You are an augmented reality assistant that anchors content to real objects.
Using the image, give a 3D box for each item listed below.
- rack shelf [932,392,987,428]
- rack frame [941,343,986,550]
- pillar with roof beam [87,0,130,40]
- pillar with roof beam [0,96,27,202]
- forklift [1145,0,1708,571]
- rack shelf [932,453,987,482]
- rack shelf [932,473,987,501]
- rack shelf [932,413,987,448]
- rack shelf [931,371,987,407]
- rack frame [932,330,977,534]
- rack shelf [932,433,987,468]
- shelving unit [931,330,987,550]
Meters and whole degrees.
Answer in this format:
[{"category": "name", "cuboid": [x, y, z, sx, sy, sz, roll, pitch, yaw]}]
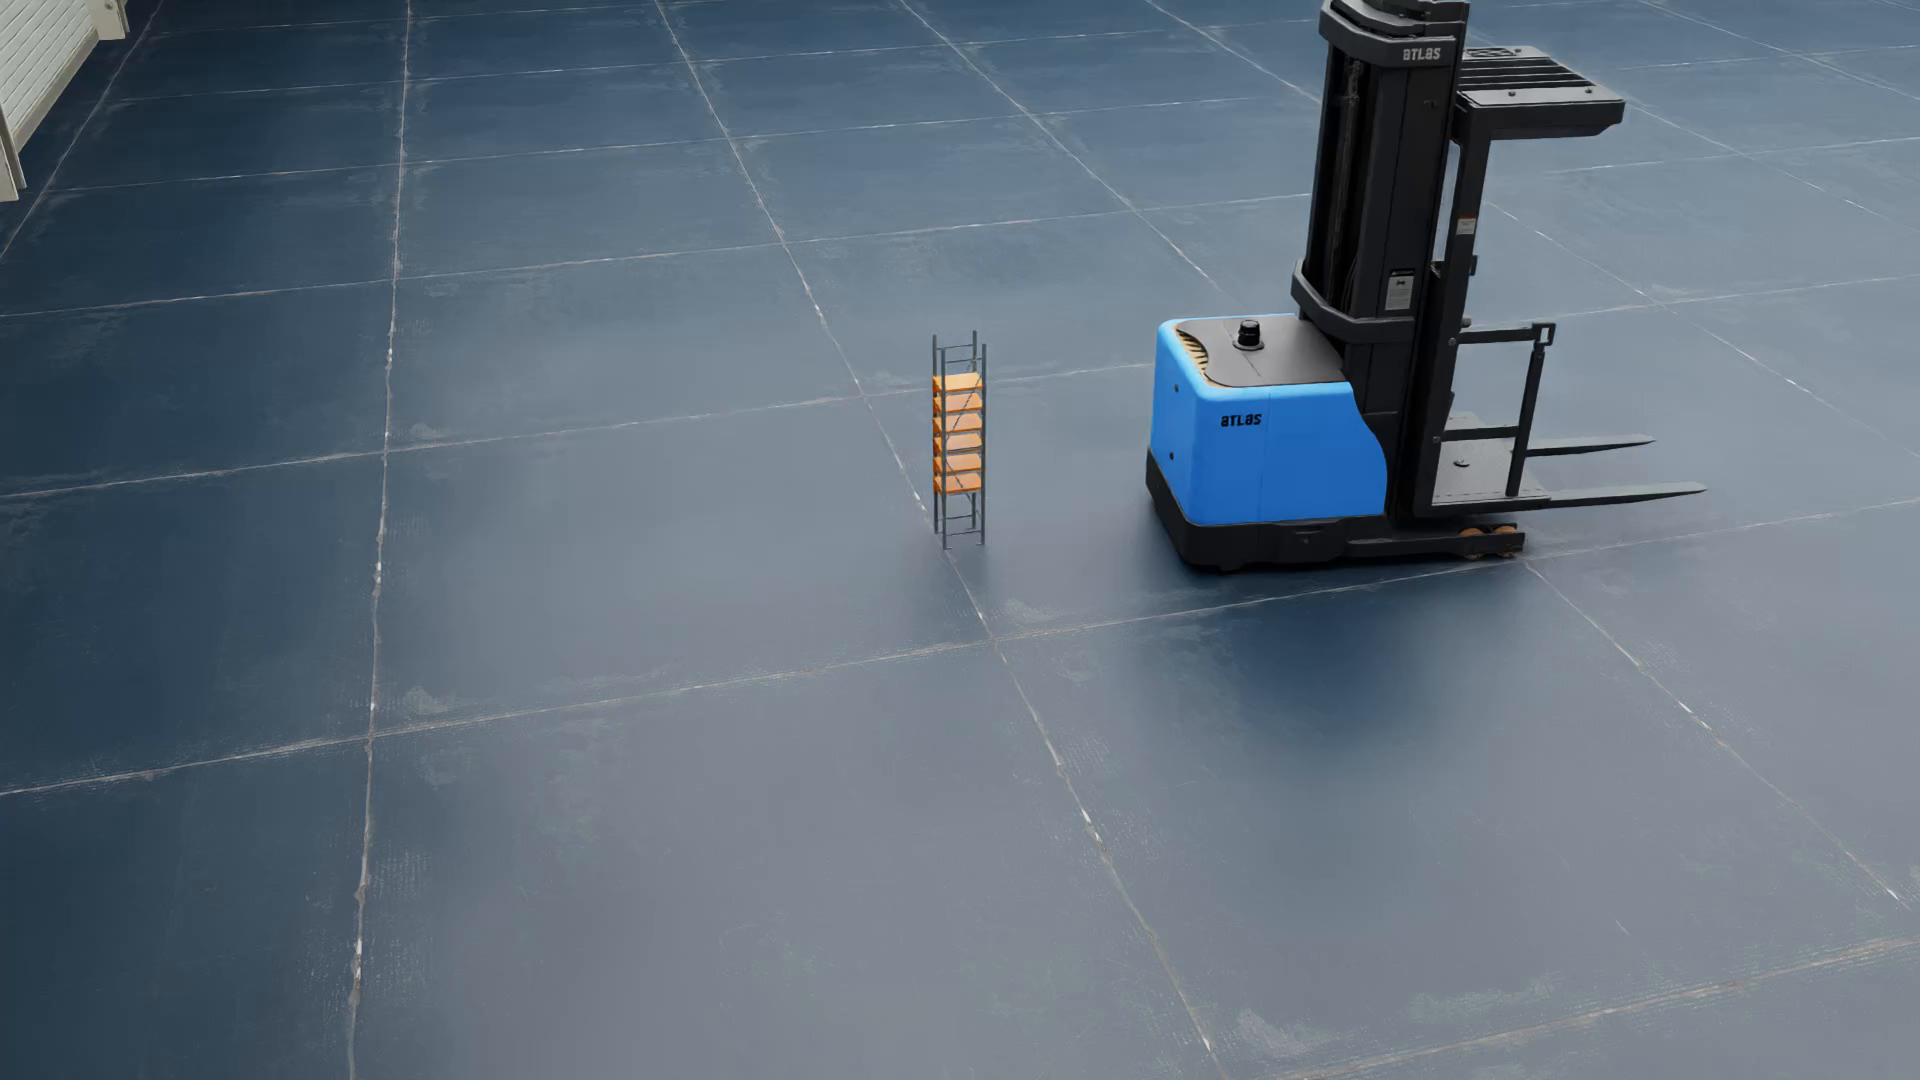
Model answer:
[{"category": "rack shelf", "cuboid": [-0.004, -0.696, 8.864, 0.258, 0.103, 0.180, -8, 31, -13]}, {"category": "rack frame", "cuboid": [0.020, -0.482, 8.885, 0.240, 1.200, 0.006, -8, 31, -13]}, {"category": "pillar with roof beam", "cuboid": [-5.747, -10.361, 18.168, 9.100, 9.000, 0.400, -8, 31, -13]}, {"category": "pillar with roof beam", "cuboid": [-4.154, -7.463, 13.161, 9.100, 9.000, 0.400, -8, 31, -13]}, {"category": "forklift", "cuboid": [2.638, -1.423, 8.783, 3.031, 2.935, 1.130, -4, 30, -7]}, {"category": "rack shelf", "cuboid": [-0.004, -0.384, 9.044, 0.258, 0.103, 0.180, -8, 31, -13]}, {"category": "rack shelf", "cuboid": [-0.004, -0.280, 9.104, 0.258, 0.103, 0.180, -8, 31, -13]}, {"category": "rack shelf", "cuboid": [-0.004, -0.592, 8.924, 0.258, 0.103, 0.180, -8, 31, -13]}, {"category": "rack shelf", "cuboid": [-0.004, -0.799, 8.803, 0.258, 0.103, 0.180, -8, 31, -13]}, {"category": "rack frame", "cuboid": [-0.028, -0.570, 9.038, 0.240, 1.200, 0.006, -8, 31, -13]}, {"category": "rack shelf", "cuboid": [-0.004, -0.488, 8.984, 0.258, 0.103, 0.180, -8, 31, -13]}, {"category": "shelving unit", "cuboid": [-0.004, -0.526, 8.962, 0.258, 1.200, 0.189, -8, 31, -13]}]
